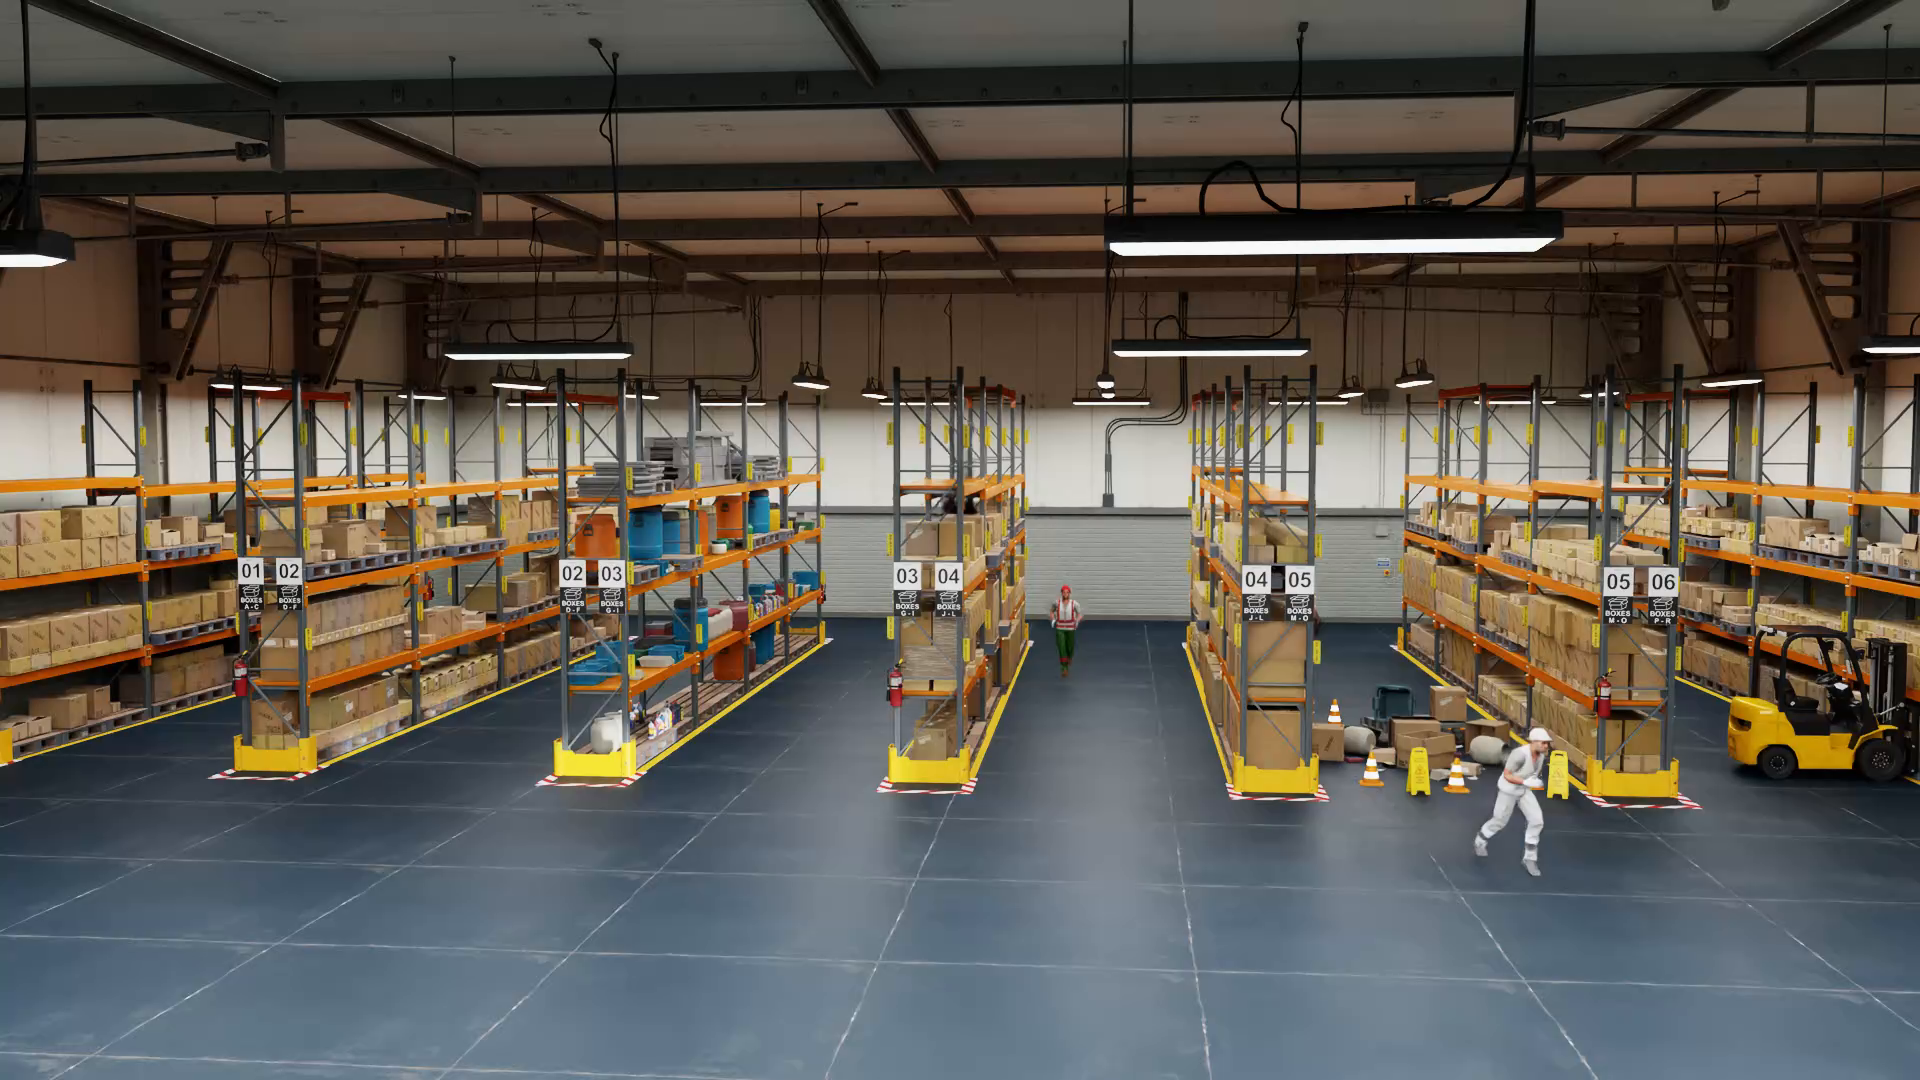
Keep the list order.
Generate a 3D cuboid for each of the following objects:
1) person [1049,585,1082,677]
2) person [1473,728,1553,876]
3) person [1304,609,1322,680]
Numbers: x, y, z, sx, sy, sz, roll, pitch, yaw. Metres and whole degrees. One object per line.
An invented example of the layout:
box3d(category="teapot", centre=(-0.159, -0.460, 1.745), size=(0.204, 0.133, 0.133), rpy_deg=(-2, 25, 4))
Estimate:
box3d(category="person", centre=(2.093, 1.780, 33.086), size=(0.655, 1.763, 0.846), rpy_deg=(0, 4, 6))
box3d(category="person", centre=(6.413, 2.984, 19.283), size=(0.705, 1.731, 1.039), rpy_deg=(-2, 4, -33))
box3d(category="person", centre=(6.988, 2.058, 33.774), size=(0.712, 1.774, 1.019), rpy_deg=(0, 4, 4))
